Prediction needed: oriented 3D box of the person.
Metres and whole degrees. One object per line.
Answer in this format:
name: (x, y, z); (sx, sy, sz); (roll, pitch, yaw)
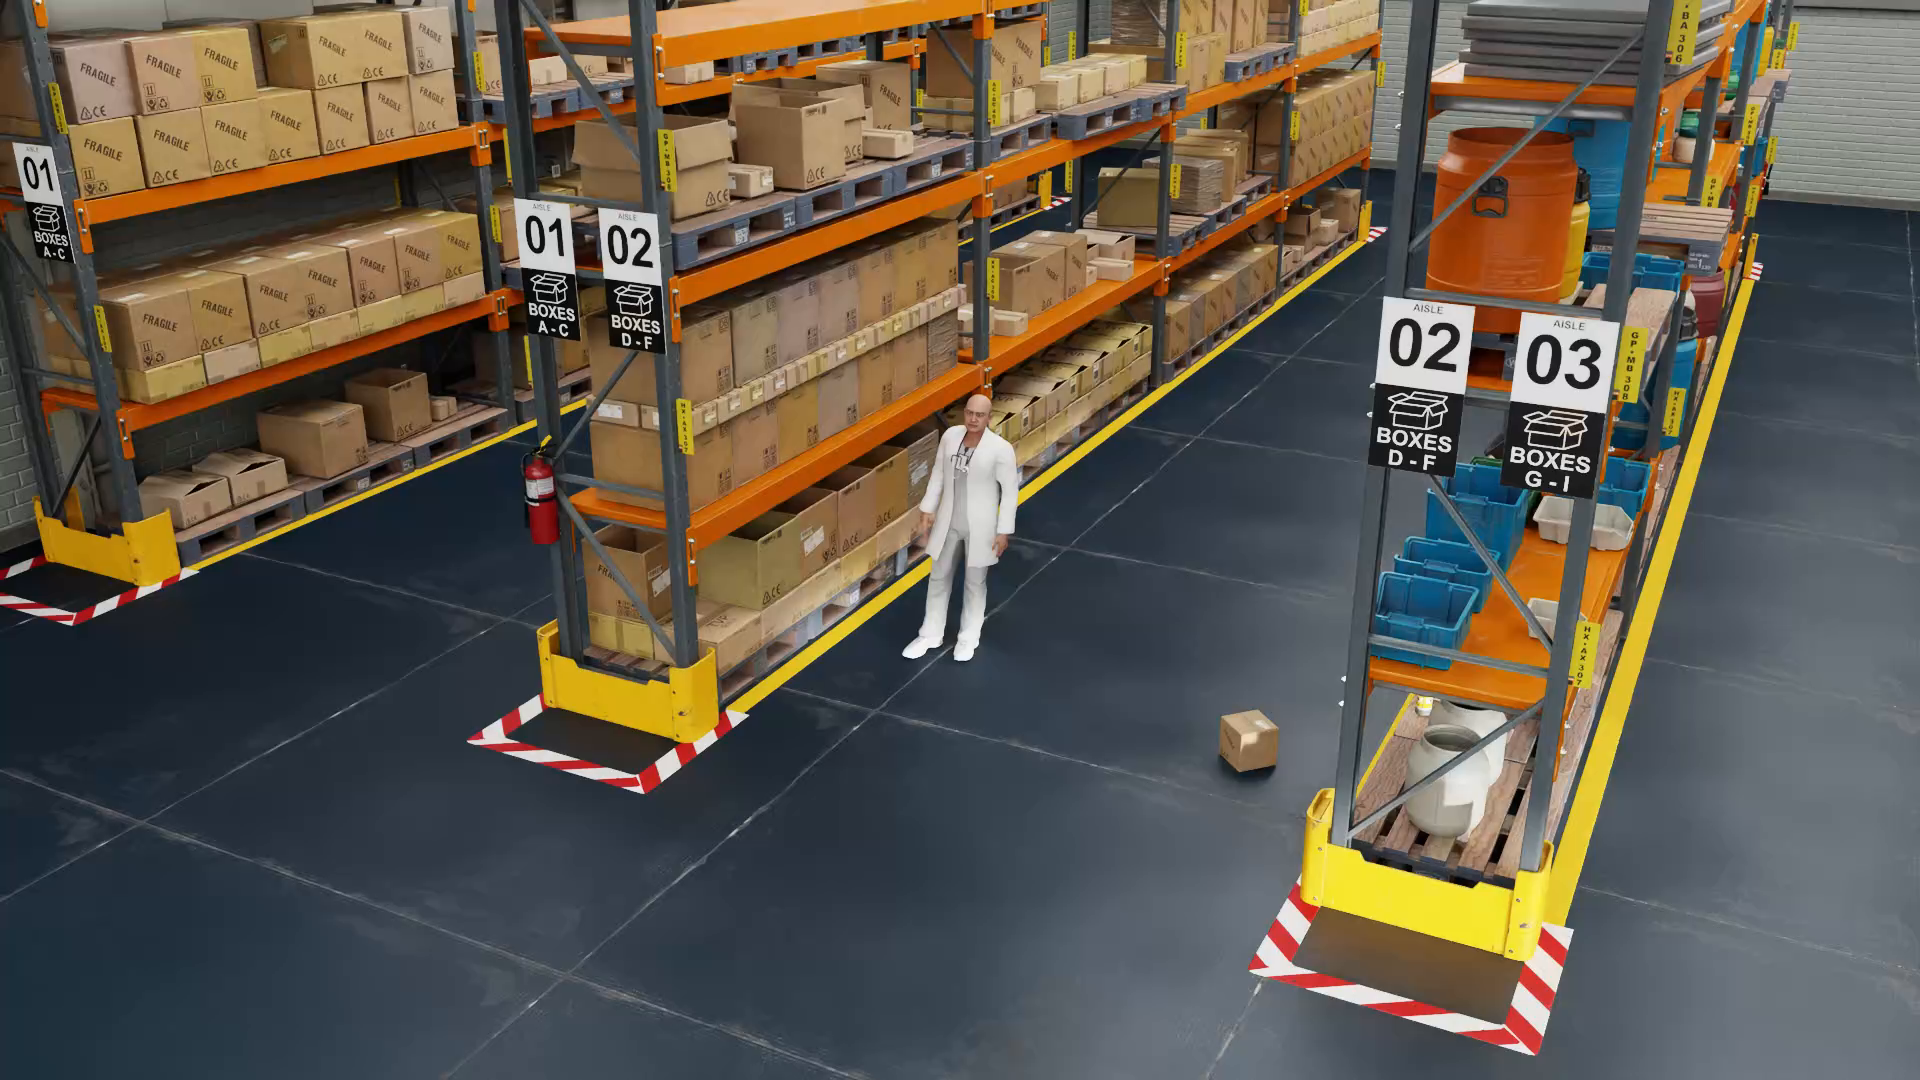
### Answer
person: (0.009, -0.064, 10.916); (0.694, 1.775, 0.581); (11, 25, 25)
